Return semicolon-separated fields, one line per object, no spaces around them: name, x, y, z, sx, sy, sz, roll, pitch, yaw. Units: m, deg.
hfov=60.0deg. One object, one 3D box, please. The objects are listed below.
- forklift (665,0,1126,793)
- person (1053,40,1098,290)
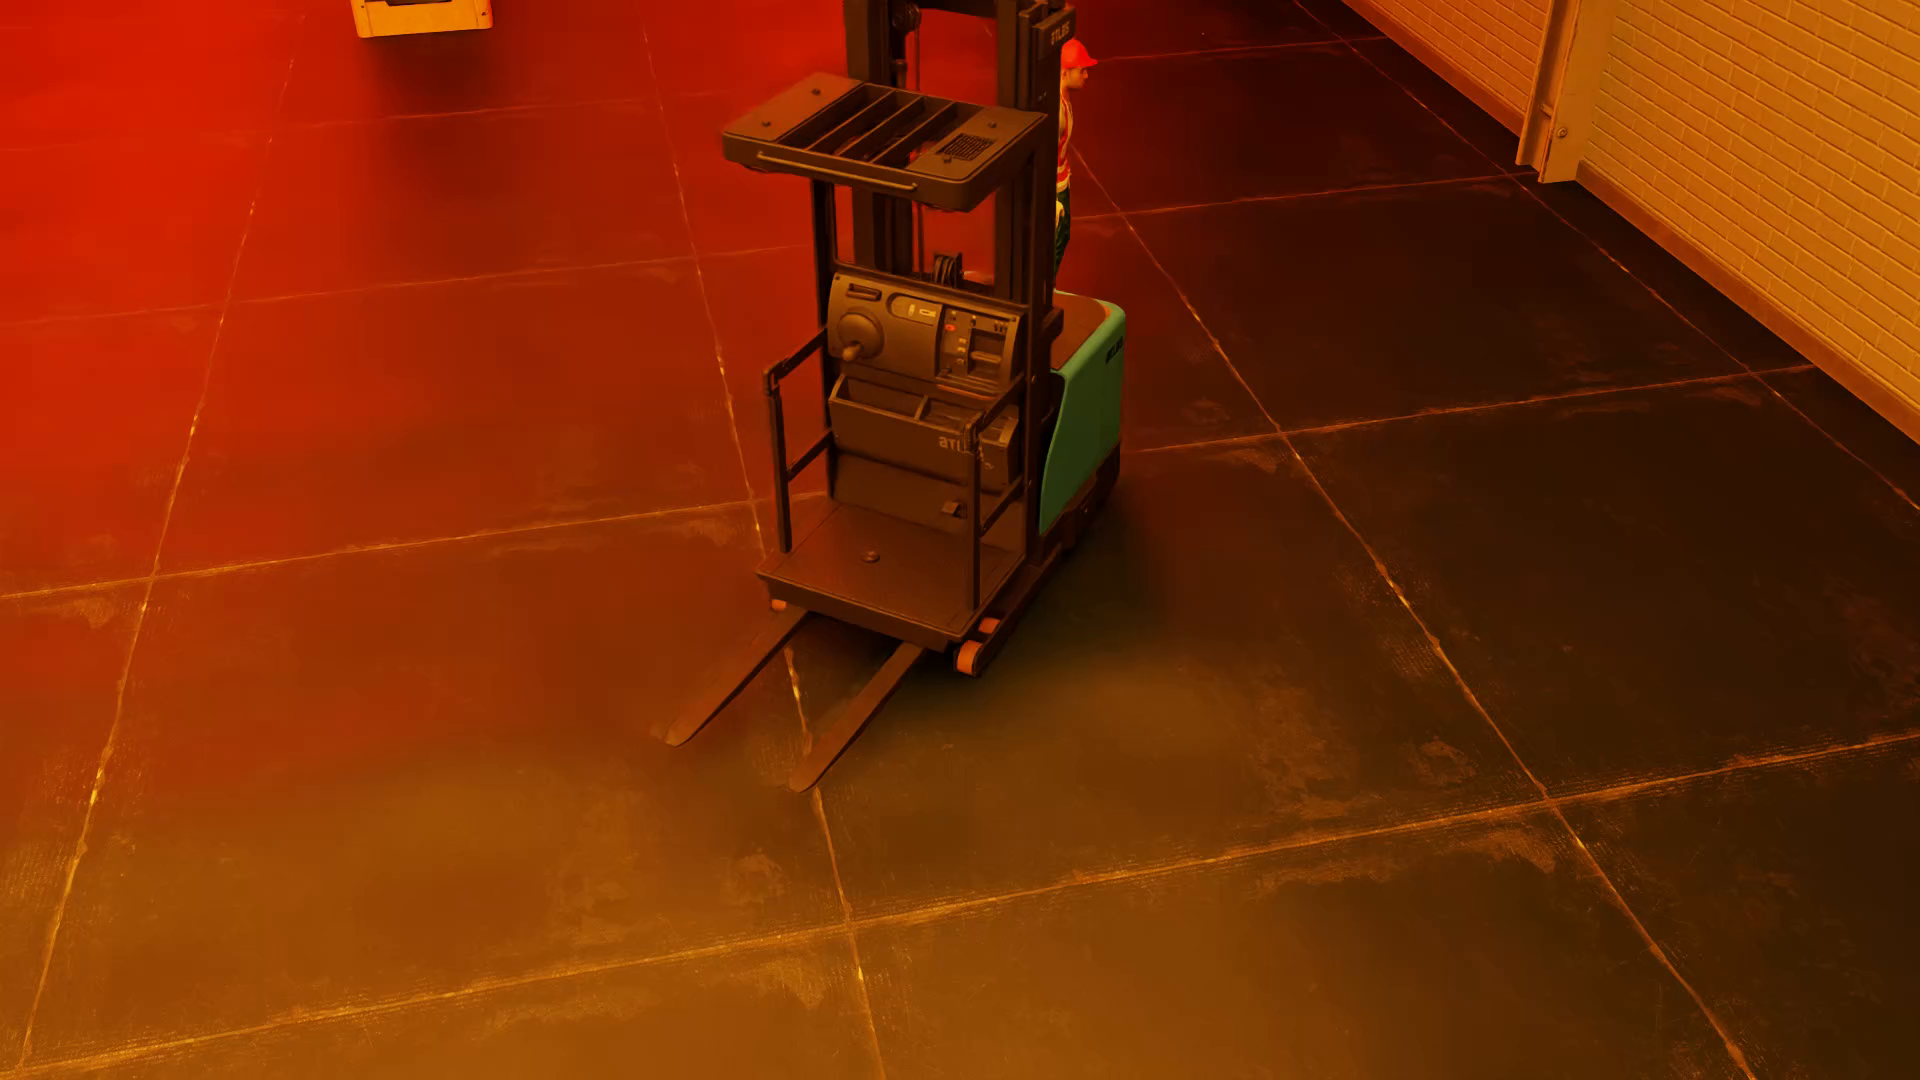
forklift;-0.264;-0.859;7.244;1.130;2.935;3.031;16;39;21
person;0.563;-2.114;9.978;0.451;1.778;0.611;5;36;7
